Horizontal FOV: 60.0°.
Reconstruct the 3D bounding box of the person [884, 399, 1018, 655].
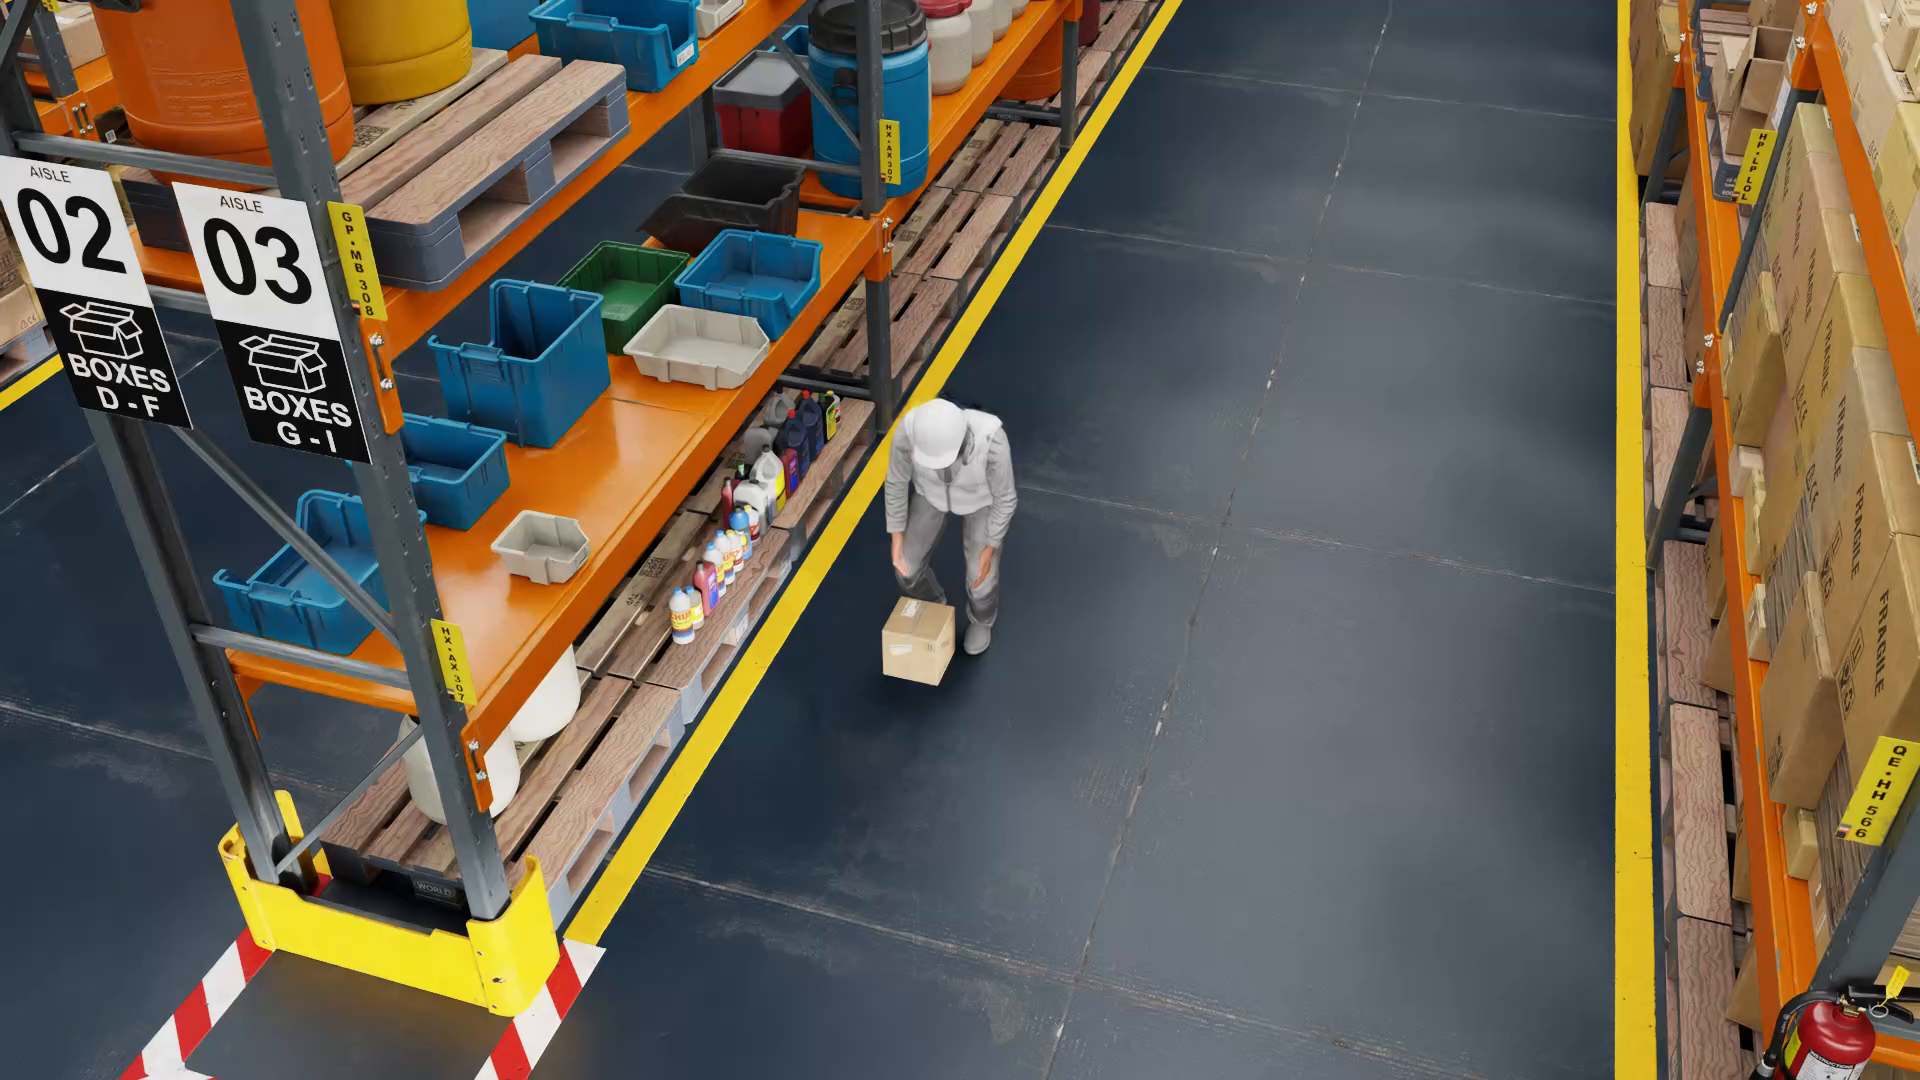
[{"bbox_3d":[-0.018,-0.115,7.298,0.592,1.450,0.752,11,38,14],"label":"person"}]
